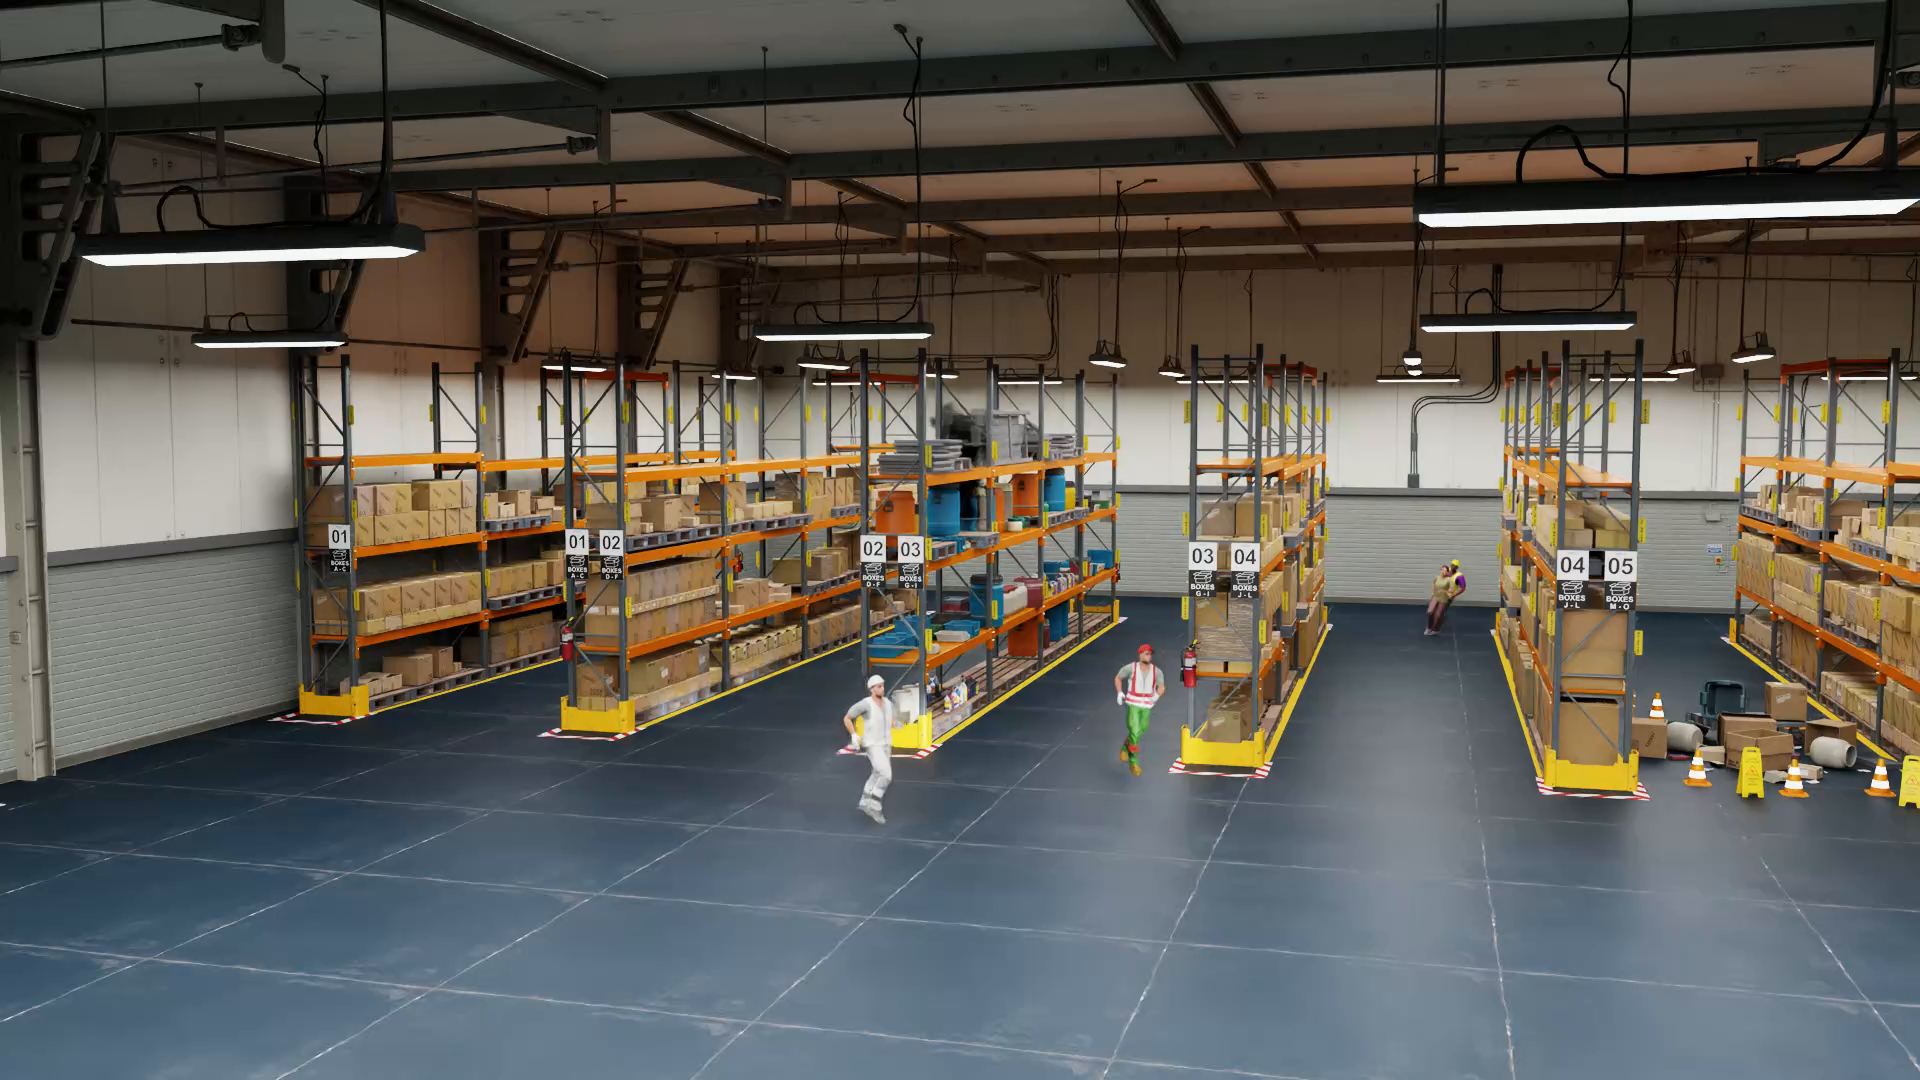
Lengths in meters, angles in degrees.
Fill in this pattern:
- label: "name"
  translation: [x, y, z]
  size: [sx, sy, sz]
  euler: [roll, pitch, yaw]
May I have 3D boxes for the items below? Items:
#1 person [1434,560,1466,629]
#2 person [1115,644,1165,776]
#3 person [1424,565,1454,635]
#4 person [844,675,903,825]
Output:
- label: "person"
  translation: [11.396, 1.275, 38.769]
  size: [0.600, 1.642, 0.860]
  euler: [-4, 6, -42]
- label: "person"
  translation: [2.549, 2.362, 23.506]
  size: [0.696, 1.775, 0.854]
  euler: [-1, 4, -14]
- label: "person"
  translation: [10.869, 1.360, 37.609]
  size: [0.627, 1.596, 0.673]
  euler: [3, 5, 32]
- label: "person"
  translation: [-1.009, 2.574, 20.489]
  size: [0.741, 1.818, 0.645]
  euler: [4, 6, 39]
